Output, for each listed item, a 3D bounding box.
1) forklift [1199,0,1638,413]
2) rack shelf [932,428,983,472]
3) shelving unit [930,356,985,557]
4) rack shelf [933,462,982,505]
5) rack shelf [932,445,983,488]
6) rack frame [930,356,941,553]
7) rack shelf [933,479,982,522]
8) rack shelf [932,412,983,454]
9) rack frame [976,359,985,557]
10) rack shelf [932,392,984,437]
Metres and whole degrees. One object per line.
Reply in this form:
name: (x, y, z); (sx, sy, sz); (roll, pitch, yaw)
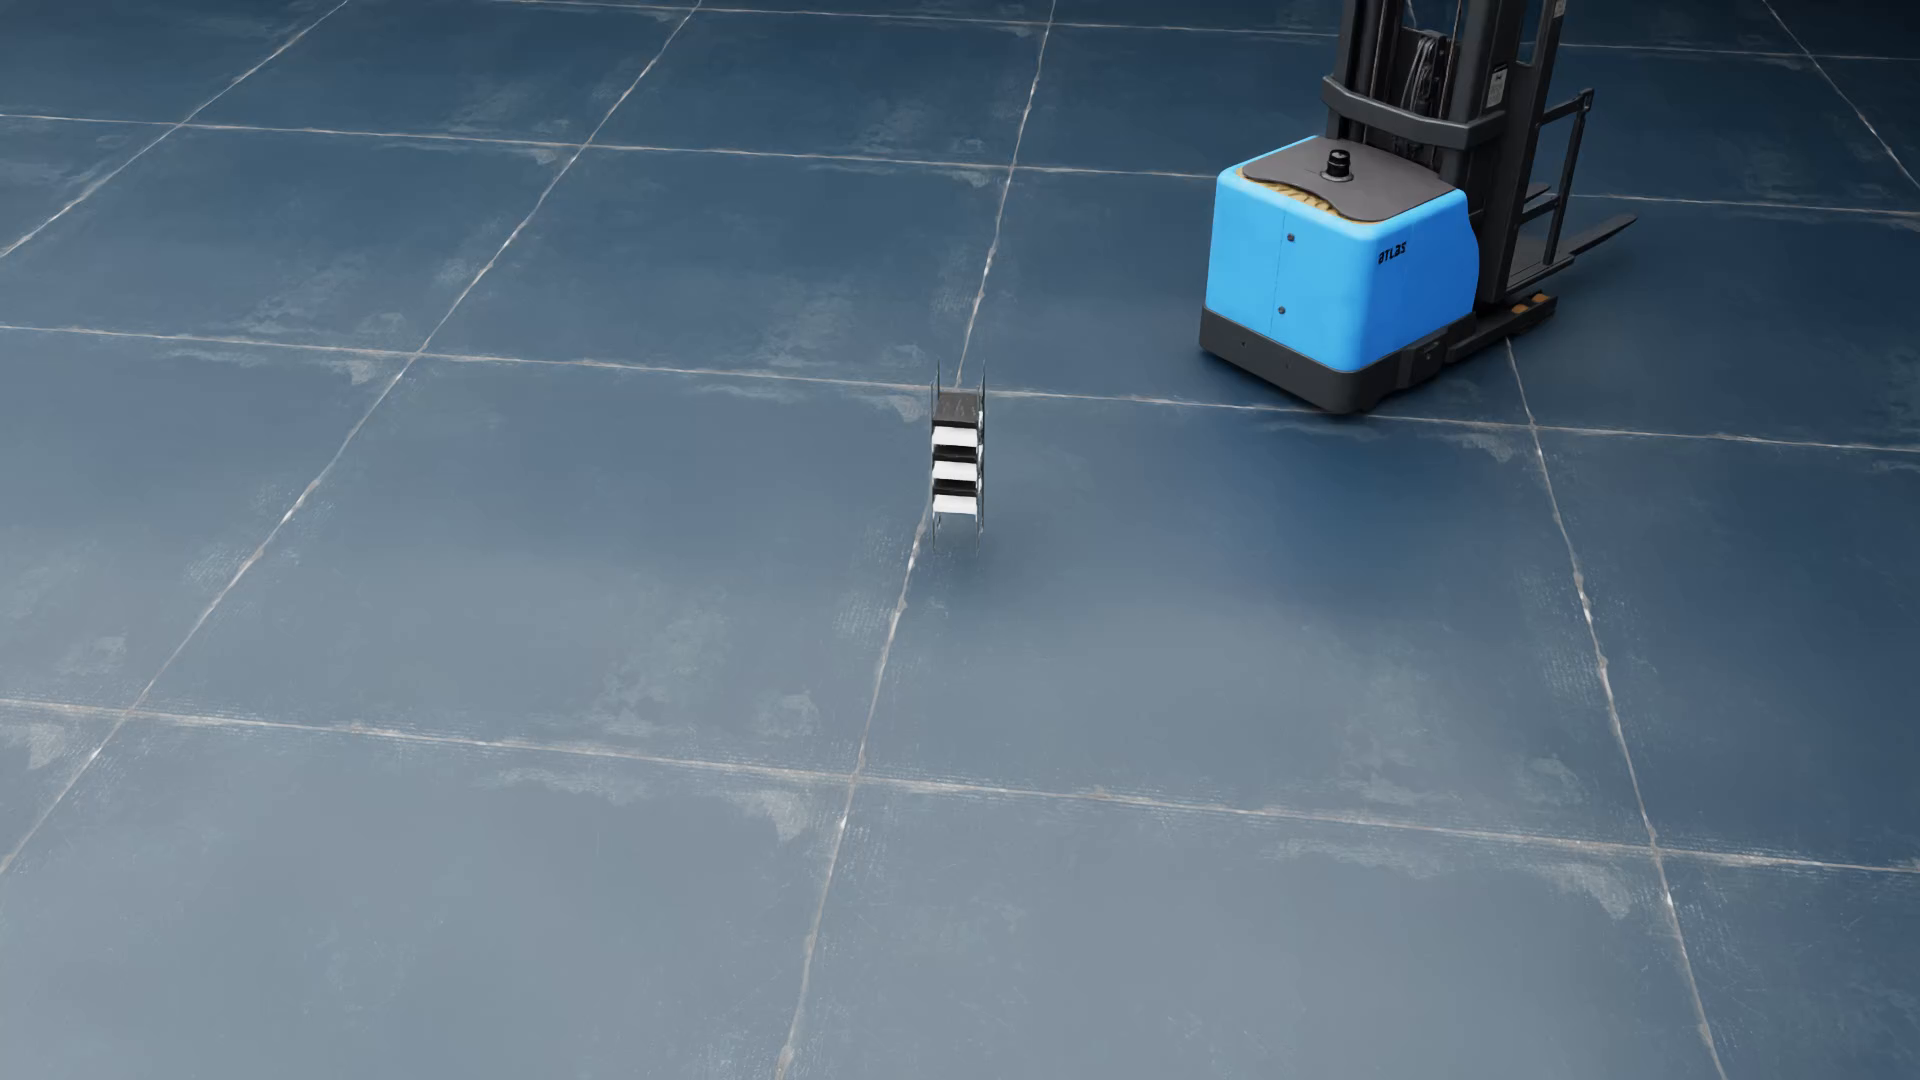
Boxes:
forklift: (2.762, -2.561, 8.816); (3.031, 2.935, 1.130); (-26, 43, -32)
rack shelf: (-0.008, -0.413, 7.457); (0.200, 0.077, 0.258); (4, 36, 6)
shelving unit: (-0.008, -0.367, 7.489); (0.210, 0.900, 0.258); (4, 36, 6)
rack shelf: (-0.008, -0.267, 7.561); (0.200, 0.077, 0.258); (4, 36, 6)
rack shelf: (-0.008, -0.340, 7.509); (0.200, 0.077, 0.258); (4, 36, 6)
rack frame: (-0.109, -0.374, 7.500); (0.006, 0.900, 0.240); (4, 36, 6)
rack shelf: (-0.008, -0.193, 7.613); (0.200, 0.077, 0.258); (4, 36, 6)
rack shelf: (-0.008, -0.486, 7.404); (0.200, 0.077, 0.258); (4, 36, 6)
rack frame: (0.093, -0.359, 7.479); (0.006, 0.900, 0.240); (4, 36, 6)
rack shelf: (-0.008, -0.560, 7.352); (0.200, 0.077, 0.258); (4, 36, 6)
